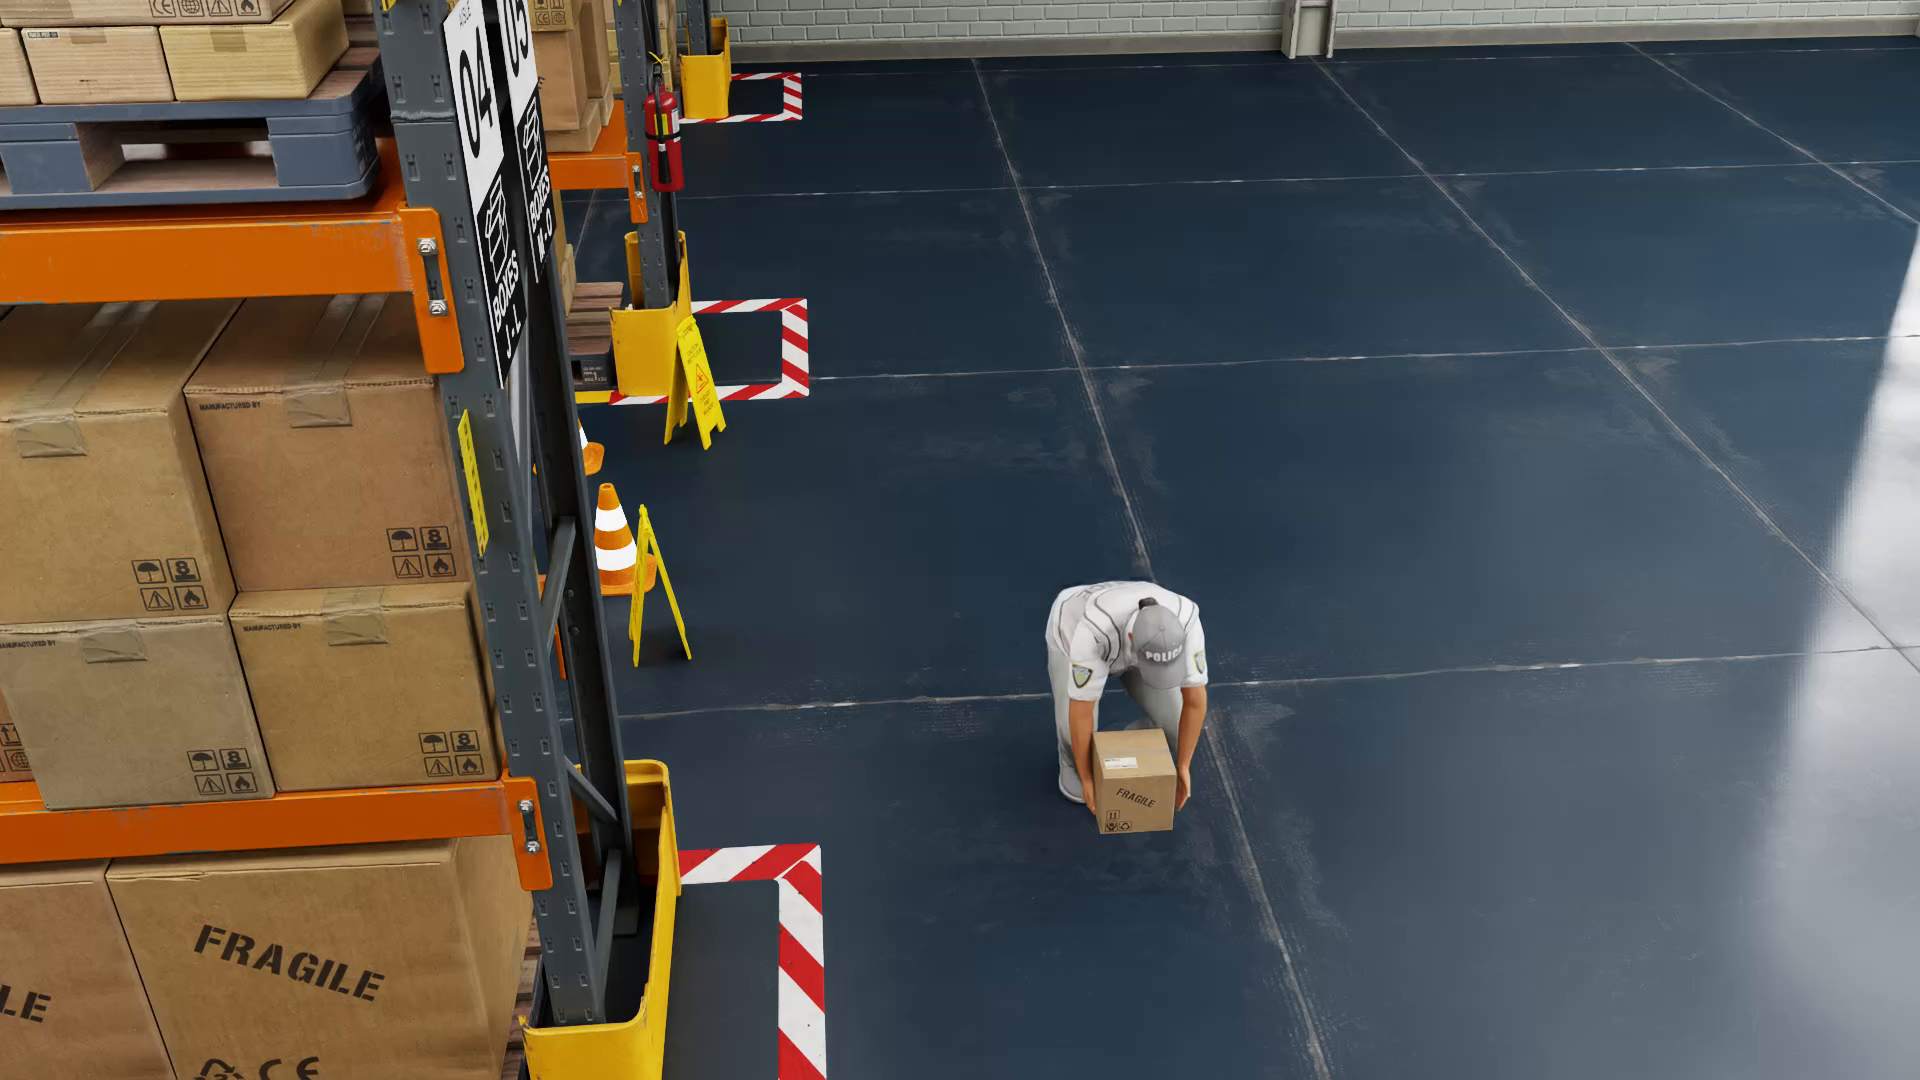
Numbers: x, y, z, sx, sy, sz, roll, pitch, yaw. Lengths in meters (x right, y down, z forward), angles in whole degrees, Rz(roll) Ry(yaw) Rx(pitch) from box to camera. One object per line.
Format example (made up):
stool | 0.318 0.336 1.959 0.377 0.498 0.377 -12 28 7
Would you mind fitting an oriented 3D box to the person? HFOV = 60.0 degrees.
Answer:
person | 0.588 0.507 5.974 0.518 0.972 0.844 -3 31 -5
